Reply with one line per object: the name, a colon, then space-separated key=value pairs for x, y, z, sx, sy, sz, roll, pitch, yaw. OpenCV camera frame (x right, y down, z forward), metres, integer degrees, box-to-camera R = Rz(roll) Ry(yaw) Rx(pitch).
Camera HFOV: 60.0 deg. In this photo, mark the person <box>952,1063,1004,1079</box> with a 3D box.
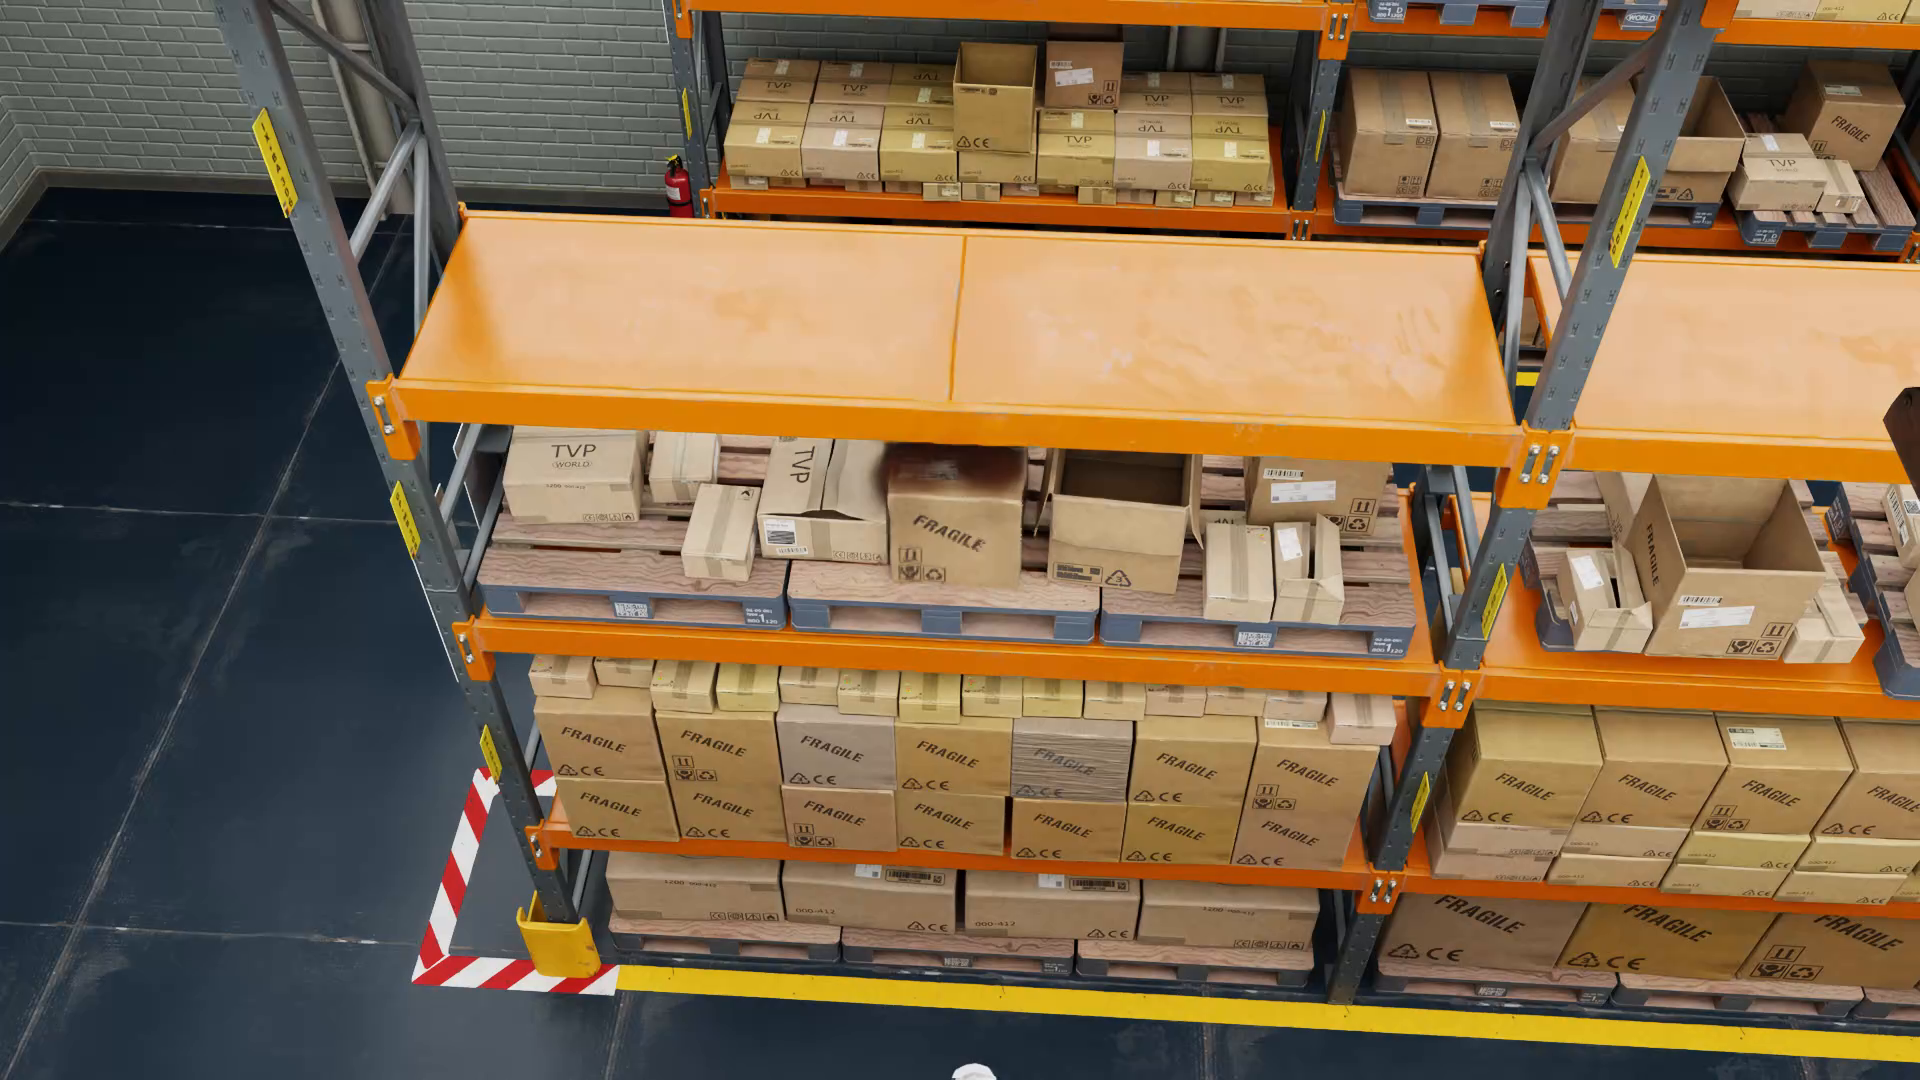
person: x=0.079 y=2.577 z=6.847 sx=0.408 sy=1.841 sz=0.662 roll=29 pitch=54 yaw=24
